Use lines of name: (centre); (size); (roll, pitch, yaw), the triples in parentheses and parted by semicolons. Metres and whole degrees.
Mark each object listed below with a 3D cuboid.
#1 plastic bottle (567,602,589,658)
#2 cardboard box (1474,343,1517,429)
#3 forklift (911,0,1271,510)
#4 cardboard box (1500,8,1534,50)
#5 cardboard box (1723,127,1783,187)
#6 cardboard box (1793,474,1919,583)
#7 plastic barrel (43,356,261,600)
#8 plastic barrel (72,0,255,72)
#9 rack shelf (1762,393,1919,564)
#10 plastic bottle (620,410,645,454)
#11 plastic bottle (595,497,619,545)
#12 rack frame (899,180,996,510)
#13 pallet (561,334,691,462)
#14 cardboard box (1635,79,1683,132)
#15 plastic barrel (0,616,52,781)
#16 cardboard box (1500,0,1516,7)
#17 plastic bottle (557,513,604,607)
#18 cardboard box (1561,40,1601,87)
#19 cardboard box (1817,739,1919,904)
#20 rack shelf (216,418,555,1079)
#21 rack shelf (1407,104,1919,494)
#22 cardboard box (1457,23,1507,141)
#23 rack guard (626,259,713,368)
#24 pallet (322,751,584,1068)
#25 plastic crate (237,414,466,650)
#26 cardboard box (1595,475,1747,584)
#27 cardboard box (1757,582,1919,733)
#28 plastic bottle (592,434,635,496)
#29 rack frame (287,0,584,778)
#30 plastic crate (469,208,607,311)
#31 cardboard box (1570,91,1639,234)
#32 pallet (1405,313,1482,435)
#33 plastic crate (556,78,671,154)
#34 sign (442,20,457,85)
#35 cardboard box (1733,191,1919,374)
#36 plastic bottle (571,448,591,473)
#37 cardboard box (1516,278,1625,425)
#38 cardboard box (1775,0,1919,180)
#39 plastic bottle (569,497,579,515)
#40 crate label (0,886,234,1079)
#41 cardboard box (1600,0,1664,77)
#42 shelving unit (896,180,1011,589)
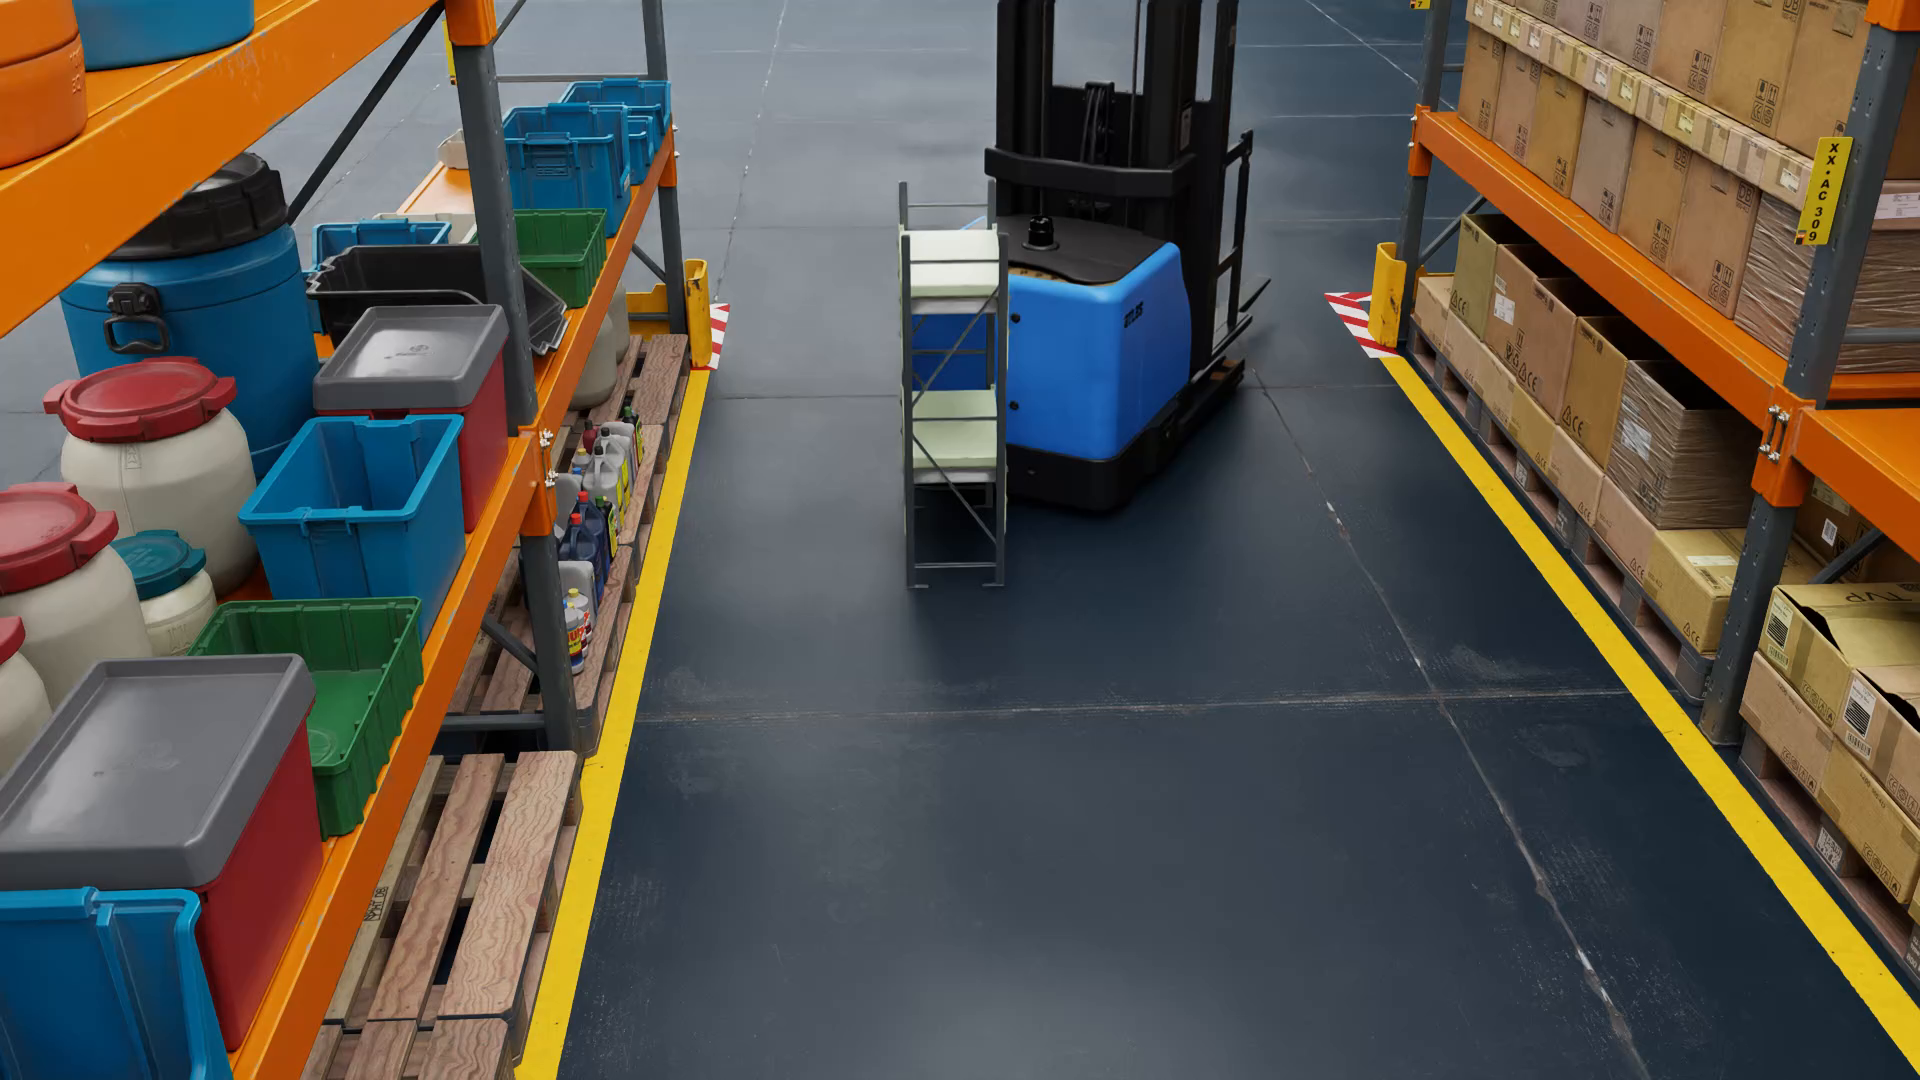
plastic bottle: (-1.387, 0.319, 5.945); (0.097, 0.201, 0.097); (0, 28, 0)
cardboard box: (2.796, -0.739, 7.943); (0.500, 0.250, 0.500); (-1, 28, -3)
forklift: (0.848, -2.084, 8.077); (1.130, 2.935, 3.031); (13, 30, 23)
cardboard box: (2.768, -2.396, 7.790); (0.380, 0.149, 0.250); (-1, 28, -2)
cardboard box: (2.888, -1.327, 5.742); (0.380, 0.149, 0.250); (-2, 28, -4)
cardboard box: (3.432, -0.161, 6.024); (0.500, 0.500, 0.500); (-1, 28, -3)
plastic barrel: (-1.972, -0.135, 4.119); (0.433, 0.535, 0.433); (0, 28, 0)
plastic barrel: (-1.492, -1.241, 2.599); (0.600, 0.901, 0.708); (-1, 28, -3)
rack shelf: (3.248, 0.603, 3.629); (1.077, 0.370, 4.000); (-1, 28, -3)
plastic bottle: (-1.478, -0.486, 7.489); (0.097, 0.201, 0.097); (0, 28, 0)
plastic bottle: (-1.432, -0.078, 6.705); (0.097, 0.201, 0.097); (0, 28, 0)
rack frame: (-0.051, -0.808, 7.178); (0.400, 1.500, 0.023); (-1, 28, -2)
pallet: (-1.924, -0.724, 8.409); (1.003, 0.211, 1.213); (-1, 28, -3)
cardboard box: (2.851, -1.679, 6.415); (0.380, 0.149, 0.250); (-1, 28, -1)
plastic barrel: (-1.911, 0.403, 3.086); (0.433, 0.535, 0.433); (0, 28, 0)
cardboard box: (2.949, -2.866, 7.991); (0.700, 0.500, 0.500); (-1, 28, -2)
plastic bottle: (-1.431, 0.075, 6.252); (0.144, 0.351, 0.185); (-1, 28, -1)
cardboard box: (2.809, -2.038, 7.104); (0.380, 0.149, 0.250); (-2, 28, -3)
cardboard box: (2.943, 0.821, 4.951); (0.500, 0.250, 0.500); (-1, 28, -1)
rack shelf: (-1.699, 0.721, 3.403); (1.077, 0.370, 4.000); (-1, 28, -3)
rack shelf: (3.039, -1.245, 7.171); (1.077, 0.370, 4.000); (-1, 28, -3)
cardboard box: (2.946, -2.316, 8.338); (0.700, 0.500, 0.500); (-1, 28, -3)
rack guard: (-1.961, -1.227, 9.062); (1.175, 0.500, 0.348); (-1, 28, -3)
pallet: (-1.723, 1.076, 4.959); (1.003, 0.211, 1.213); (-1, 28, -3)
plastic crate: (-1.435, -0.013, 4.049); (0.392, 0.384, 0.575); (-1, 28, -3)
cardboard box: (2.885, -0.047, 6.616); (0.500, 0.250, 0.500); (-1, 28, -3)
cardboard box: (2.916, 0.341, 5.265); (0.500, 0.311, 0.500); (-1, 28, -2)
plastic bottle: (-1.485, -0.338, 7.124); (0.152, 0.276, 0.135); (-2, 28, -4)
rack frame: (-1.803, -0.522, 5.007); (1.000, 3.000, 0.127); (-1, 28, -3)
plastic crate: (-1.592, -1.062, 6.271); (0.450, 0.188, 0.662); (-1, 28, -3)
cardboard box: (3.030, -1.601, 6.967); (0.700, 0.500, 0.500); (-1, 28, -1)
pallet: (3.016, -0.899, 8.745); (1.003, 0.211, 1.213); (-1, 28, -3)
plastic crate: (-1.687, -2.079, 8.154); (0.499, 0.251, 0.616); (-1, 28, -3)
sign: (-2.562, -2.481, 8.463); (0.100, 0.325, 0.005); (-1, 28, -3)
cardboard box: (3.114, -0.889, 5.603); (0.700, 0.500, 0.500); (-2, 28, -4)
plastic bottle: (-1.609, -0.293, 7.119); (0.097, 0.201, 0.097); (0, 28, 0)
cardboard box: (2.816, -0.841, 7.327); (0.500, 0.500, 0.500); (-1, 28, -3)
cardboard box: (3.114, -1.464, 5.303); (0.700, 0.500, 0.500); (-1, 28, -2)
plastic bottle: (-1.486, -0.044, 6.566); (0.097, 0.271, 0.097); (0, 28, 0)
crate label: (-1.376, 0.844, 2.350); (0.502, 0.435, 0.616); (-1, 28, -3)
cardboard box: (3.035, -2.160, 6.636); (0.700, 0.500, 0.500); (-1, 28, -3)
shelving unit: (-0.035, -0.639, 6.854); (0.431, 1.500, 0.755); (-1, 28, -2)
